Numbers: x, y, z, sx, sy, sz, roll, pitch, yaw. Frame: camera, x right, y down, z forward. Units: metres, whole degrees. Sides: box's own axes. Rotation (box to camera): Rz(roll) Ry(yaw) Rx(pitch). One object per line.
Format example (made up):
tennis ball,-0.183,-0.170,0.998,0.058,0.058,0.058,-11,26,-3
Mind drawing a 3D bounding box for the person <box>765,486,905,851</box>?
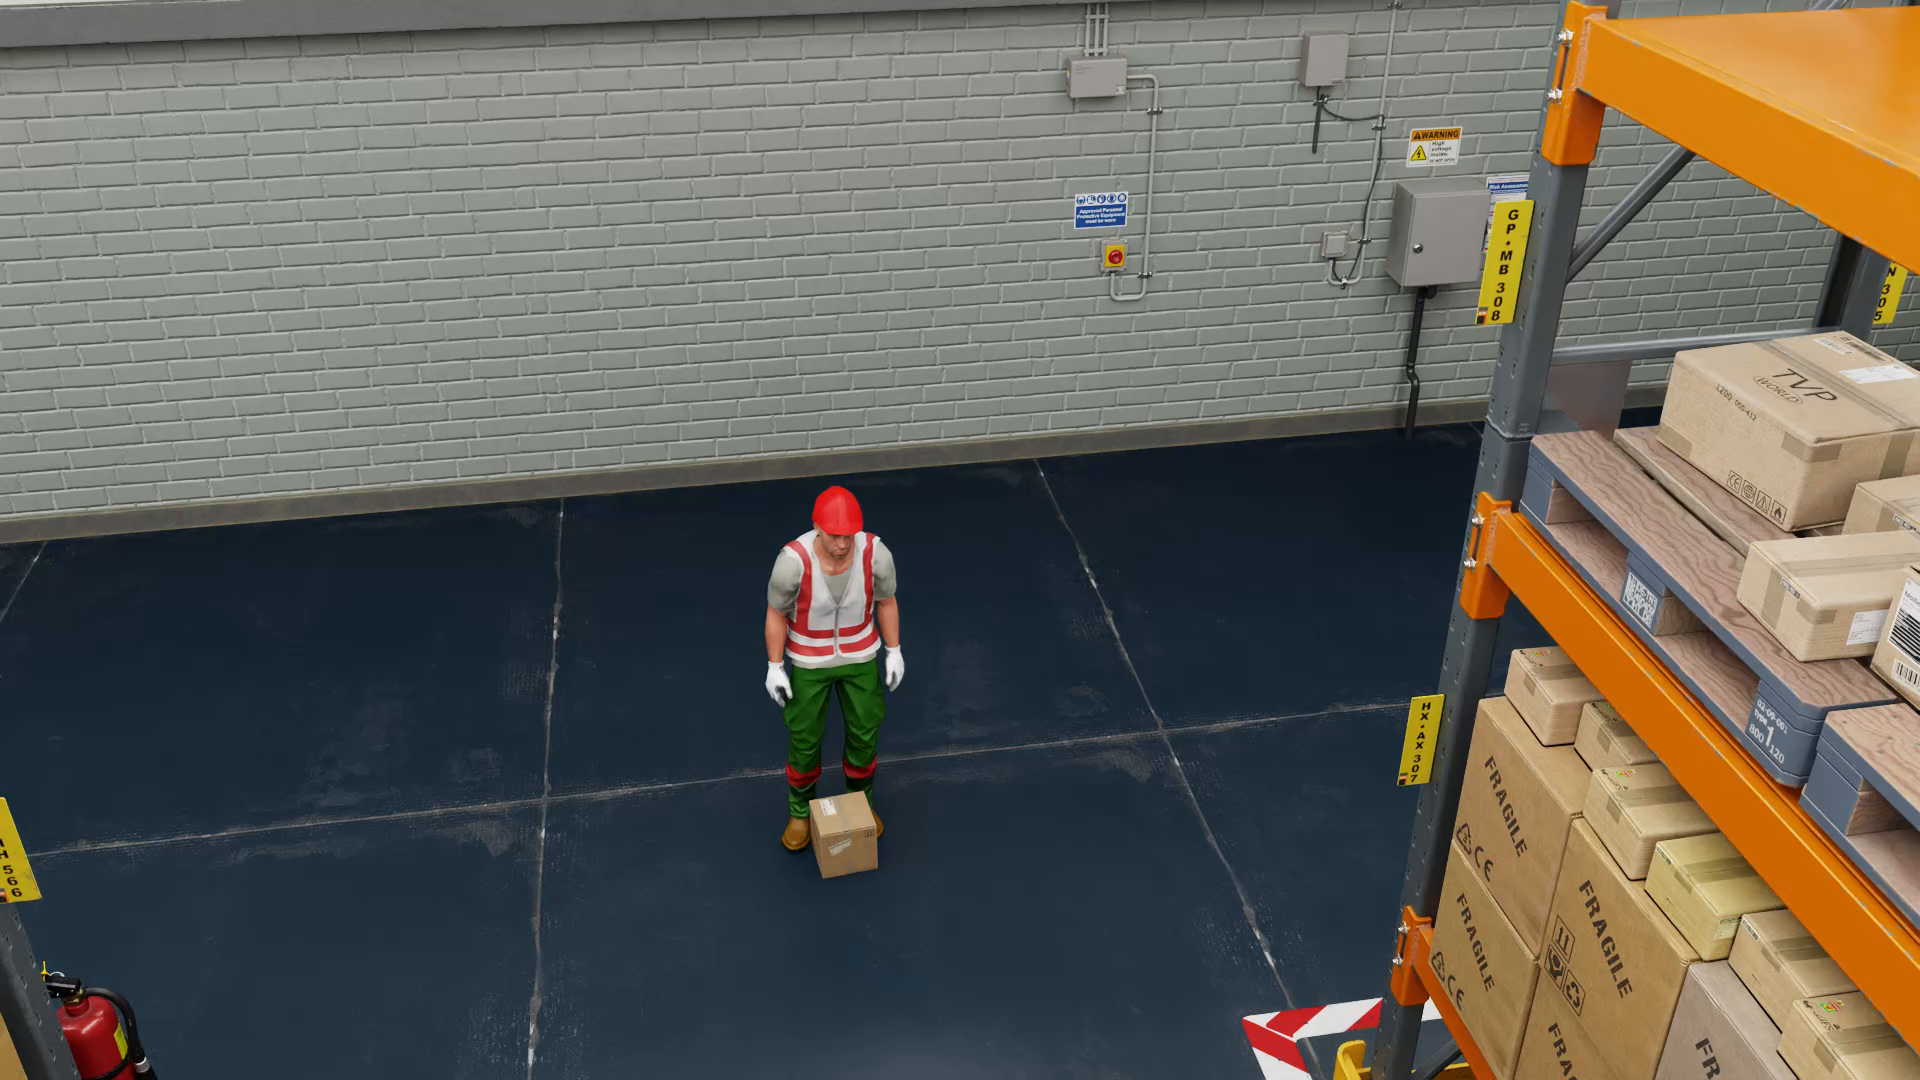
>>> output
person,-0.539,0.538,7.208,0.616,1.778,0.453,-7,31,-12
